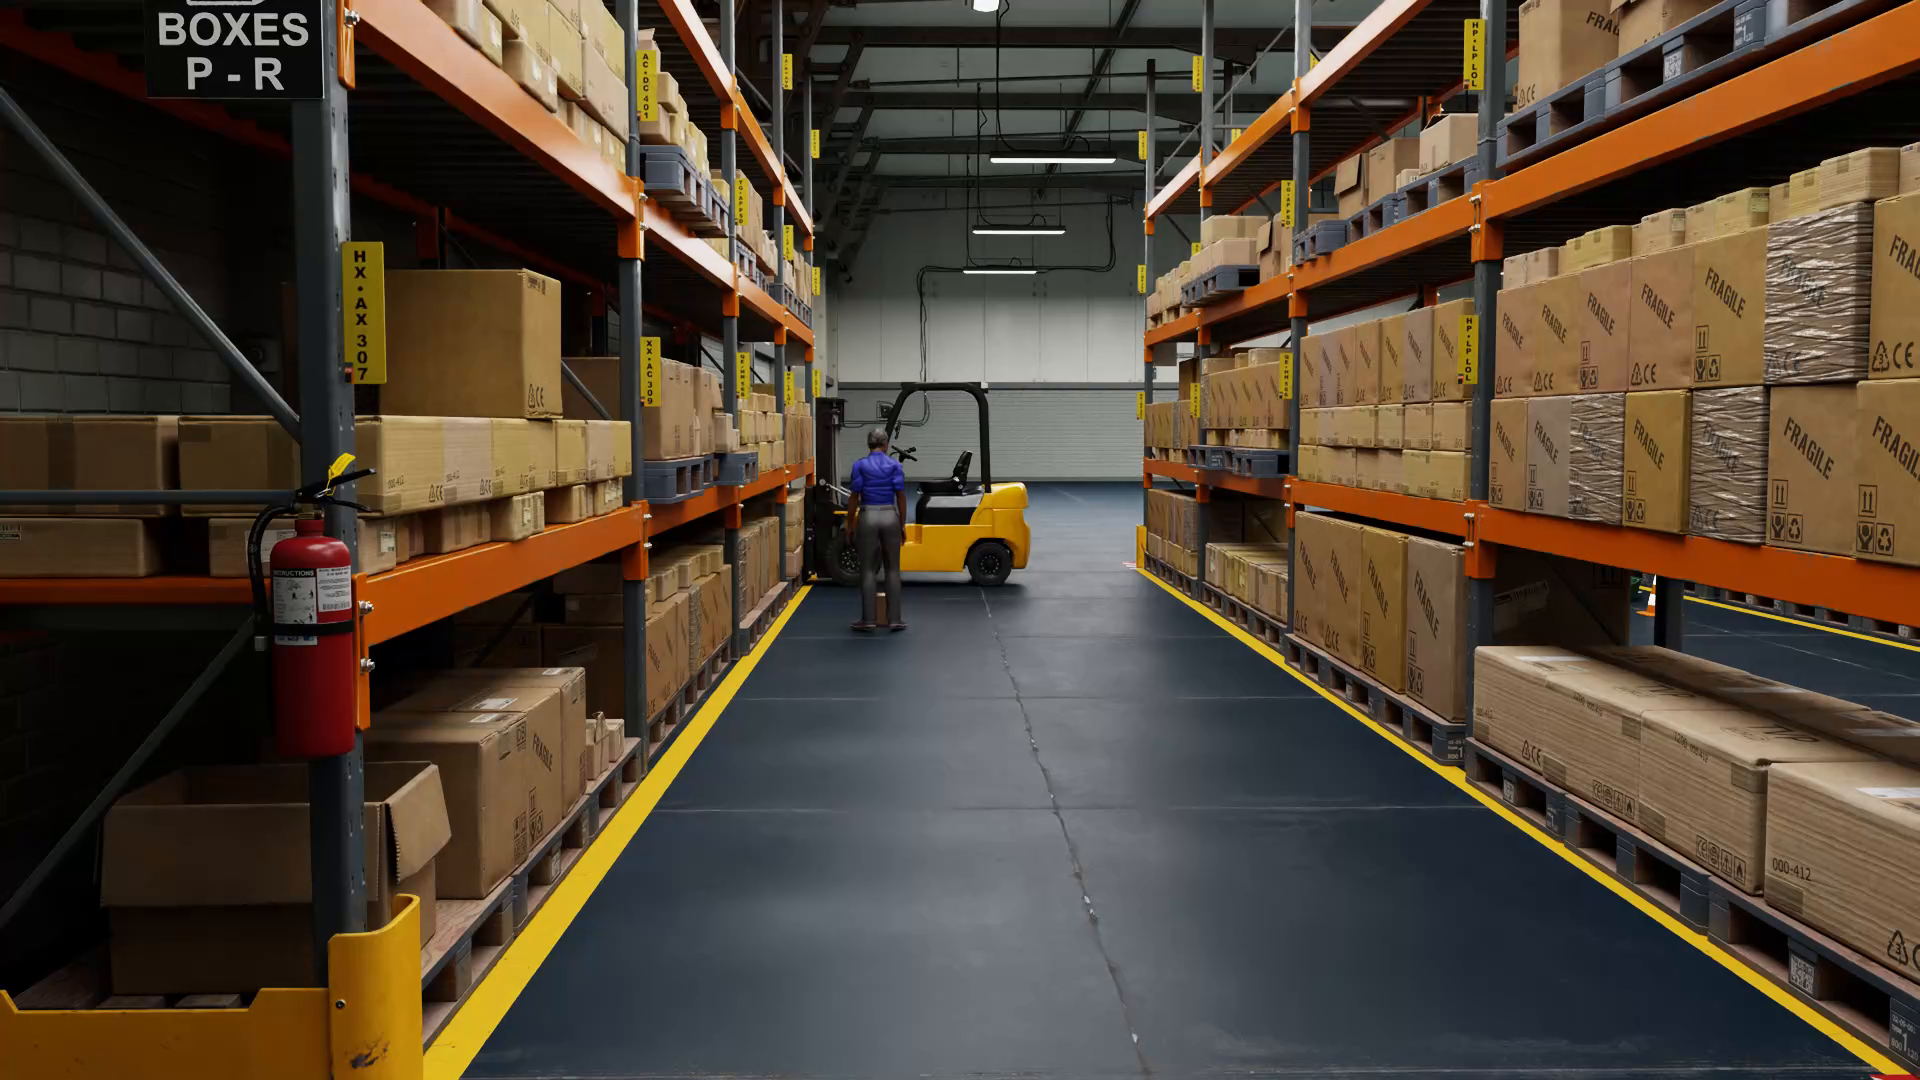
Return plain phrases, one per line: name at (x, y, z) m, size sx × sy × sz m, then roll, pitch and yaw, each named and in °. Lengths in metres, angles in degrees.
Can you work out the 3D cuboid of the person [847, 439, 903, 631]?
person at (-0.699, -0.035, 13.680) m, size 0.465 × 1.588 × 0.411 m, roll 0°, pitch 4°, yaw -2°
